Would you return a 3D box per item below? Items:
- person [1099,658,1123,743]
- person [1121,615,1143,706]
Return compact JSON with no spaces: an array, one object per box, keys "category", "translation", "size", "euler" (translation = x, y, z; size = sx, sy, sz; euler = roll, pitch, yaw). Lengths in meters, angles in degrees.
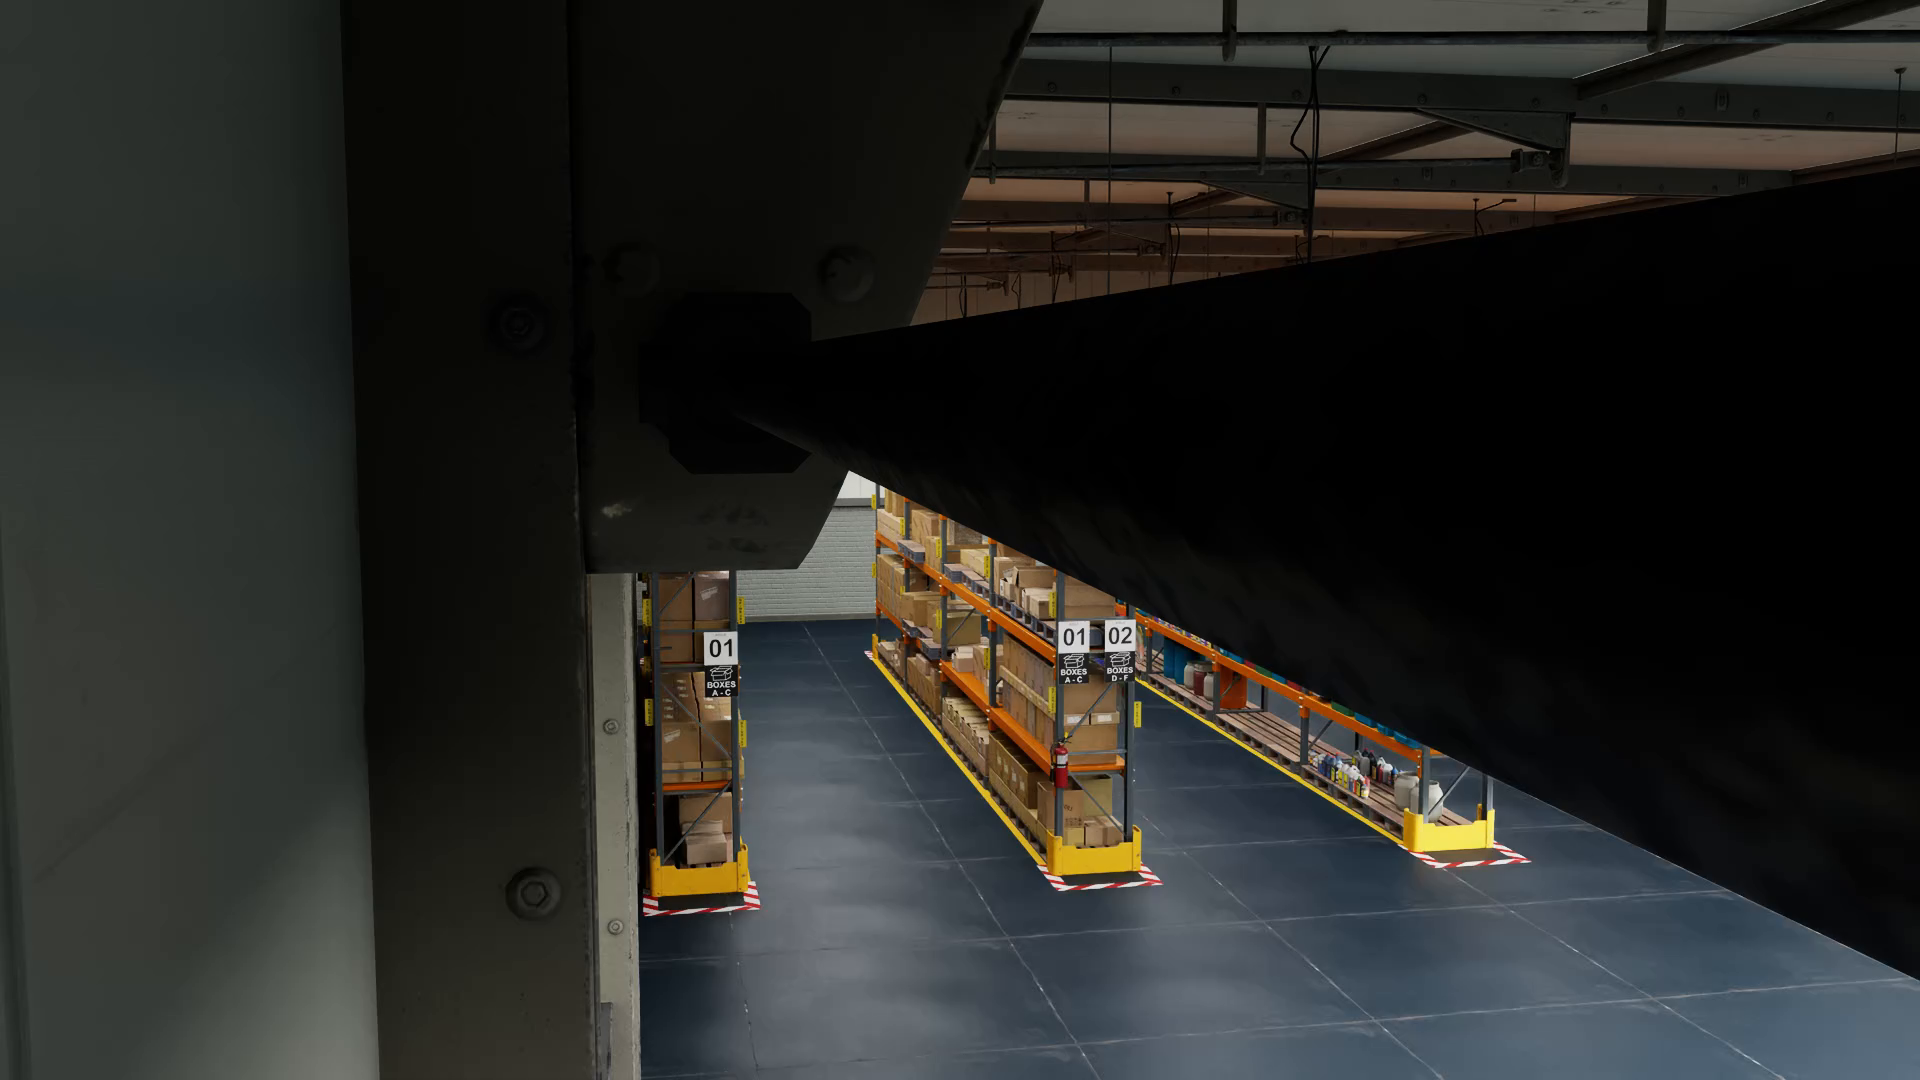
[{"category":"person","translation":[2.537,2.630,28.190],"size":[0.549,1.667,0.688],"euler":[-1,6,-14]},{"category":"person","translation":[3.096,2.277,31.072],"size":[0.655,1.772,0.845],"euler":[0,6,-5]}]
